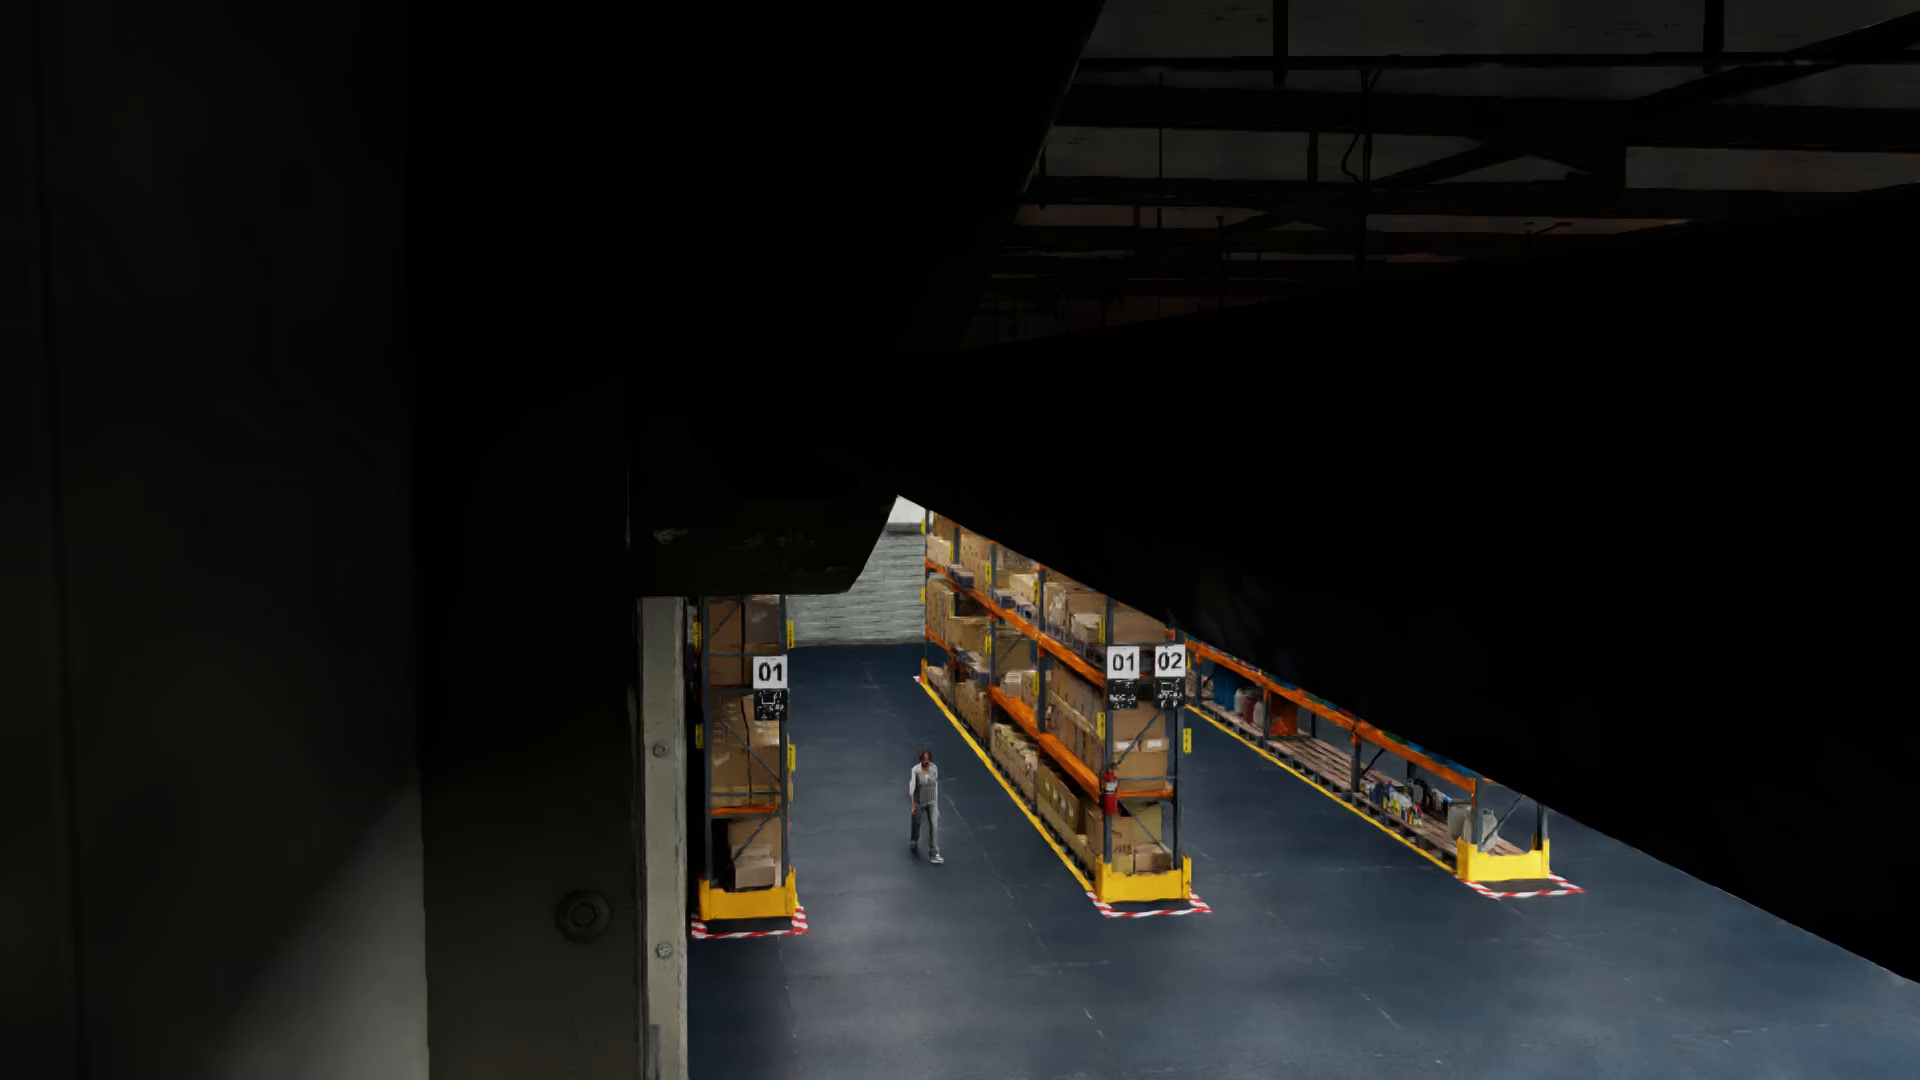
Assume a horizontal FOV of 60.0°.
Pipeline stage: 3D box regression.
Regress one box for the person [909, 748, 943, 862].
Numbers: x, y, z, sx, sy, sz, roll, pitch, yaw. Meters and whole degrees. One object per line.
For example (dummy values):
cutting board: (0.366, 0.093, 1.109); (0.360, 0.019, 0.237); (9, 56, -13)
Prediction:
person: (-0.495, 3.569, 22.668); (0.416, 1.522, 1.035); (-1, 5, -12)
